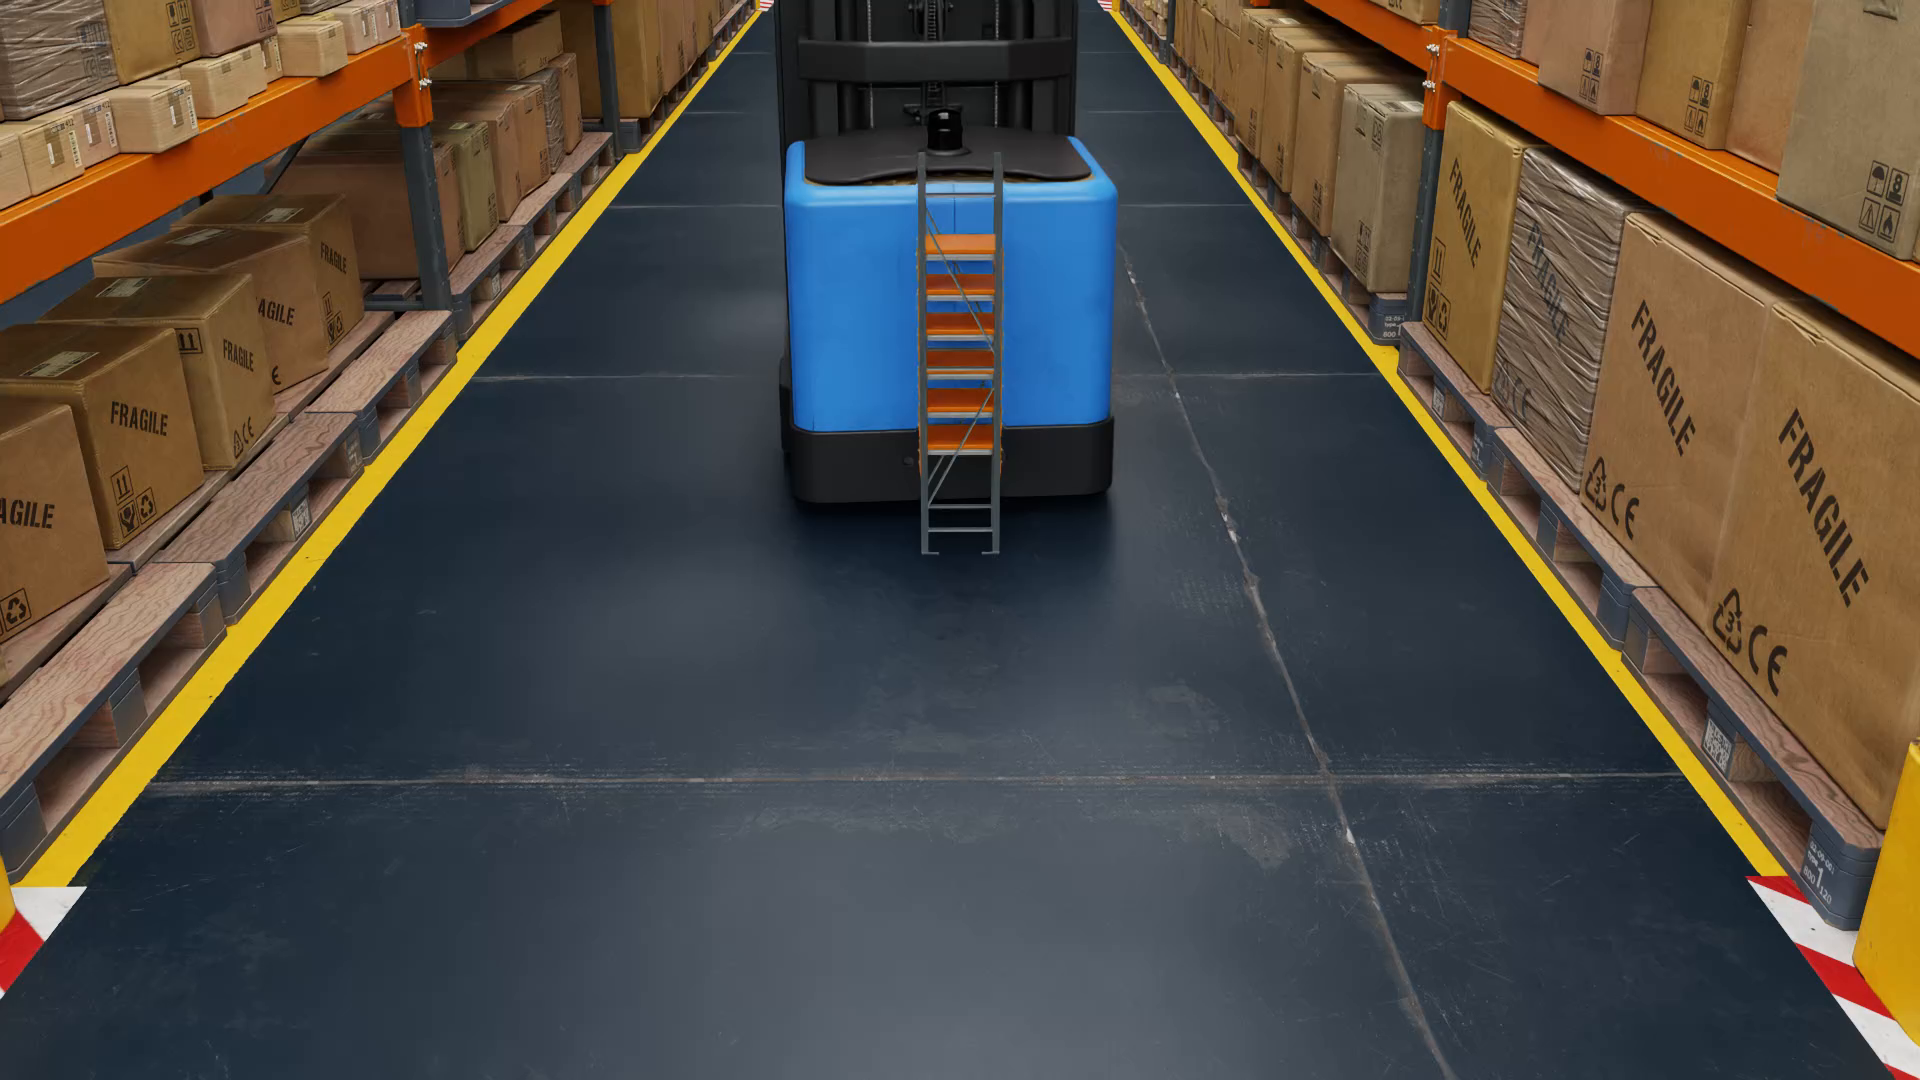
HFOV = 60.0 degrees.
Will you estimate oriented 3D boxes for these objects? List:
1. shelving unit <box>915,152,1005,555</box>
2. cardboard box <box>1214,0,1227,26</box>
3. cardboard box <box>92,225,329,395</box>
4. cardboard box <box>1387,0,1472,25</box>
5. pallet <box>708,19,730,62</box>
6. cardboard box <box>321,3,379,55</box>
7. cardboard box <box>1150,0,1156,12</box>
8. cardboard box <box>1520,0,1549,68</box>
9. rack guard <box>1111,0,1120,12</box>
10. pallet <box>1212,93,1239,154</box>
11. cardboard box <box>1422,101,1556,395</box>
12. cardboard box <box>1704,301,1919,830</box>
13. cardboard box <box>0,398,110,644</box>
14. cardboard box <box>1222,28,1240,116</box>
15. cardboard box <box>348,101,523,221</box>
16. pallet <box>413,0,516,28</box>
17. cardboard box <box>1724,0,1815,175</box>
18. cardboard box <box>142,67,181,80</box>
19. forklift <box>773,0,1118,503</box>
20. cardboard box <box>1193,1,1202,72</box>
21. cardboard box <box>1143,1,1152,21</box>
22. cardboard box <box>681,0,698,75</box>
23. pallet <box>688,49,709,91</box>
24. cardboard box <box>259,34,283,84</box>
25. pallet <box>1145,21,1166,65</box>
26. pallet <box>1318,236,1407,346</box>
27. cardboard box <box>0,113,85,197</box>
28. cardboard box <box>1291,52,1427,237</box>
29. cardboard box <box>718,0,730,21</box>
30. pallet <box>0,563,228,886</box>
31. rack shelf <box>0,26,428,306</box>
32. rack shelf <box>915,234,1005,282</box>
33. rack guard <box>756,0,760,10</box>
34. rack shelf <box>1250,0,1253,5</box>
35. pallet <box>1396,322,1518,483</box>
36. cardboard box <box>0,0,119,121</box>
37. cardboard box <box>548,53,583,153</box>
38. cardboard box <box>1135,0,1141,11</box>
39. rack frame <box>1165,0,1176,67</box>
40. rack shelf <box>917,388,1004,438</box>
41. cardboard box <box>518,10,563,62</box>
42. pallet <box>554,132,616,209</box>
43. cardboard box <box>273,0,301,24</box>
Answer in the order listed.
[{"bbox_3d":[0.000,-0.541,4.990,0.258,1.200,0.189,0,24,-1],"label":"shelving unit"},{"bbox_3d":[2.015,-3.654,11.304,0.500,0.250,0.500,0,24,0],"label":"cardboard box"},{"bbox_3d":[-2.638,-0.794,5.890,0.500,0.500,0.500,8,25,16],"label":"cardboard box"},{"bbox_3d":[2.072,-2.383,6.757,0.500,0.500,0.500,0,24,-1],"label":"cardboard box"},{"bbox_3d":[-2.633,-4.482,14.905,1.003,0.211,1.213,0,24,-1],"label":"pallet"},{"bbox_3d":[-2.327,-1.838,5.979,0.380,0.149,0.250,0,24,-1],"label":"cardboard box"},{"bbox_3d":[1.900,-4.798,14.808,0.380,0.149,0.250,-1,24,-2],"label":"cardboard box"},{"bbox_3d":[2.389,-1.813,5.437,0.875,0.550,0.550,0,24,-1],"label":"cardboard box"},{"bbox_3d":[2.215,-5.898,17.684,1.175,0.500,0.348,0,24,-1],"label":"rack guard"},{"bbox_3d":[2.294,-2.823,11.236,1.003,0.211,1.213,0,24,-1],"label":"pallet"},{"bbox_3d":[2.282,-1.087,6.083,0.875,0.875,0.875,0,24,0],"label":"cardboard box"},{"bbox_3d":[2.315,0.022,3.629,0.875,0.875,0.875,0,24,0],"label":"cardboard box"},{"bbox_3d":[-2.603,-0.050,4.245,0.500,0.500,0.500,6,25,13],"label":"cardboard box"},{"bbox_3d":[2.032,-3.094,10.975,0.500,0.500,0.500,0,24,-1],"label":"cardboard box"},{"bbox_3d":[-2.594,-1.885,8.276,0.700,0.500,0.500,-2,24,-5],"label":"cardboard box"},{"bbox_3d":[-2.479,-2.371,7.085,1.003,0.211,1.213,0,24,-1],"label":"pallet"},{"bbox_3d":[2.431,-1.154,3.980,0.875,0.550,0.550,0,24,-1],"label":"cardboard box"},{"bbox_3d":[-2.392,-1.220,4.611,0.380,0.149,0.250,0,24,-1],"label":"cardboard box"},{"bbox_3d":[-0.143,-2.024,6.168,1.130,2.935,3.031,-2,24,-4],"label":"forklift"},{"bbox_3d":[2.027,-3.733,12.387,0.500,0.500,0.500,0,24,0],"label":"cardboard box"},{"bbox_3d":[1.901,-4.899,15.392,0.380,0.149,0.250,0,24,-1],"label":"cardboard box"},{"bbox_3d":[-2.666,-4.031,12.591,1.225,0.875,0.875,-1,24,-2],"label":"cardboard box"},{"bbox_3d":[-2.620,-3.851,13.509,1.003,0.211,1.213,0,24,-1],"label":"pallet"},{"bbox_3d":[-2.399,-1.529,5.295,0.380,0.149,0.250,0,24,-1],"label":"cardboard box"},{"bbox_3d":[2.215,-4.426,14.780,1.003,0.211,1.213,0,24,-1],"label":"pallet"},{"bbox_3d":[2.261,-1.171,7.582,1.003,0.211,1.213,0,24,-1],"label":"pallet"},{"bbox_3d":[-2.328,-0.911,3.929,0.380,0.149,0.250,0,24,-1],"label":"cardboard box"},{"bbox_3d":[2.241,-1.943,8.126,1.050,0.750,0.750,0,24,-1],"label":"cardboard box"},{"bbox_3d":[-2.640,-5.306,15.410,0.875,0.875,0.875,0,24,-1],"label":"cardboard box"},{"bbox_3d":[-2.547,0.410,4.088,1.003,0.211,1.213,0,24,-1],"label":"pallet"},{"bbox_3d":[-2.594,-0.991,4.674,1.077,0.370,4.000,0,24,-1],"label":"rack shelf"},{"bbox_3d":[0.000,-0.828,4.860,0.258,0.103,0.180,0,24,-1],"label":"rack shelf"},{"bbox_3d":[-2.747,-5.959,17.818,1.175,0.500,0.348,0,24,-1],"label":"rack guard"},{"bbox_3d":[2.279,-4.268,11.920,1.077,0.370,4.000,0,24,-1],"label":"rack shelf"},{"bbox_3d":[2.275,-0.539,6.186,1.003,0.211,1.213,0,24,-1],"label":"pallet"},{"bbox_3d":[-2.639,-1.314,4.033,0.875,0.500,0.500,0,24,-1],"label":"cardboard box"},{"bbox_3d":[-2.632,-2.577,9.806,0.700,0.500,0.500,-2,24,-3],"label":"cardboard box"},{"bbox_3d":[1.901,-5.220,16.101,0.380,0.149,0.250,-1,24,-3],"label":"cardboard box"},{"bbox_3d":[2.257,-5.420,13.594,1.000,3.000,0.127,0,24,-1],"label":"rack frame"},{"bbox_3d":[0.000,-0.391,5.057,0.258,0.103,0.180,0,24,-1],"label":"rack shelf"},{"bbox_3d":[-2.622,-2.918,9.652,0.500,0.250,0.500,1,24,2],"label":"cardboard box"},{"bbox_3d":[-2.653,-2.198,9.855,1.003,0.211,1.213,0,24,-1],"label":"pallet"},{"bbox_3d":[-2.703,-1.932,5.399,0.875,0.500,0.500,0,24,-1],"label":"cardboard box"}]
